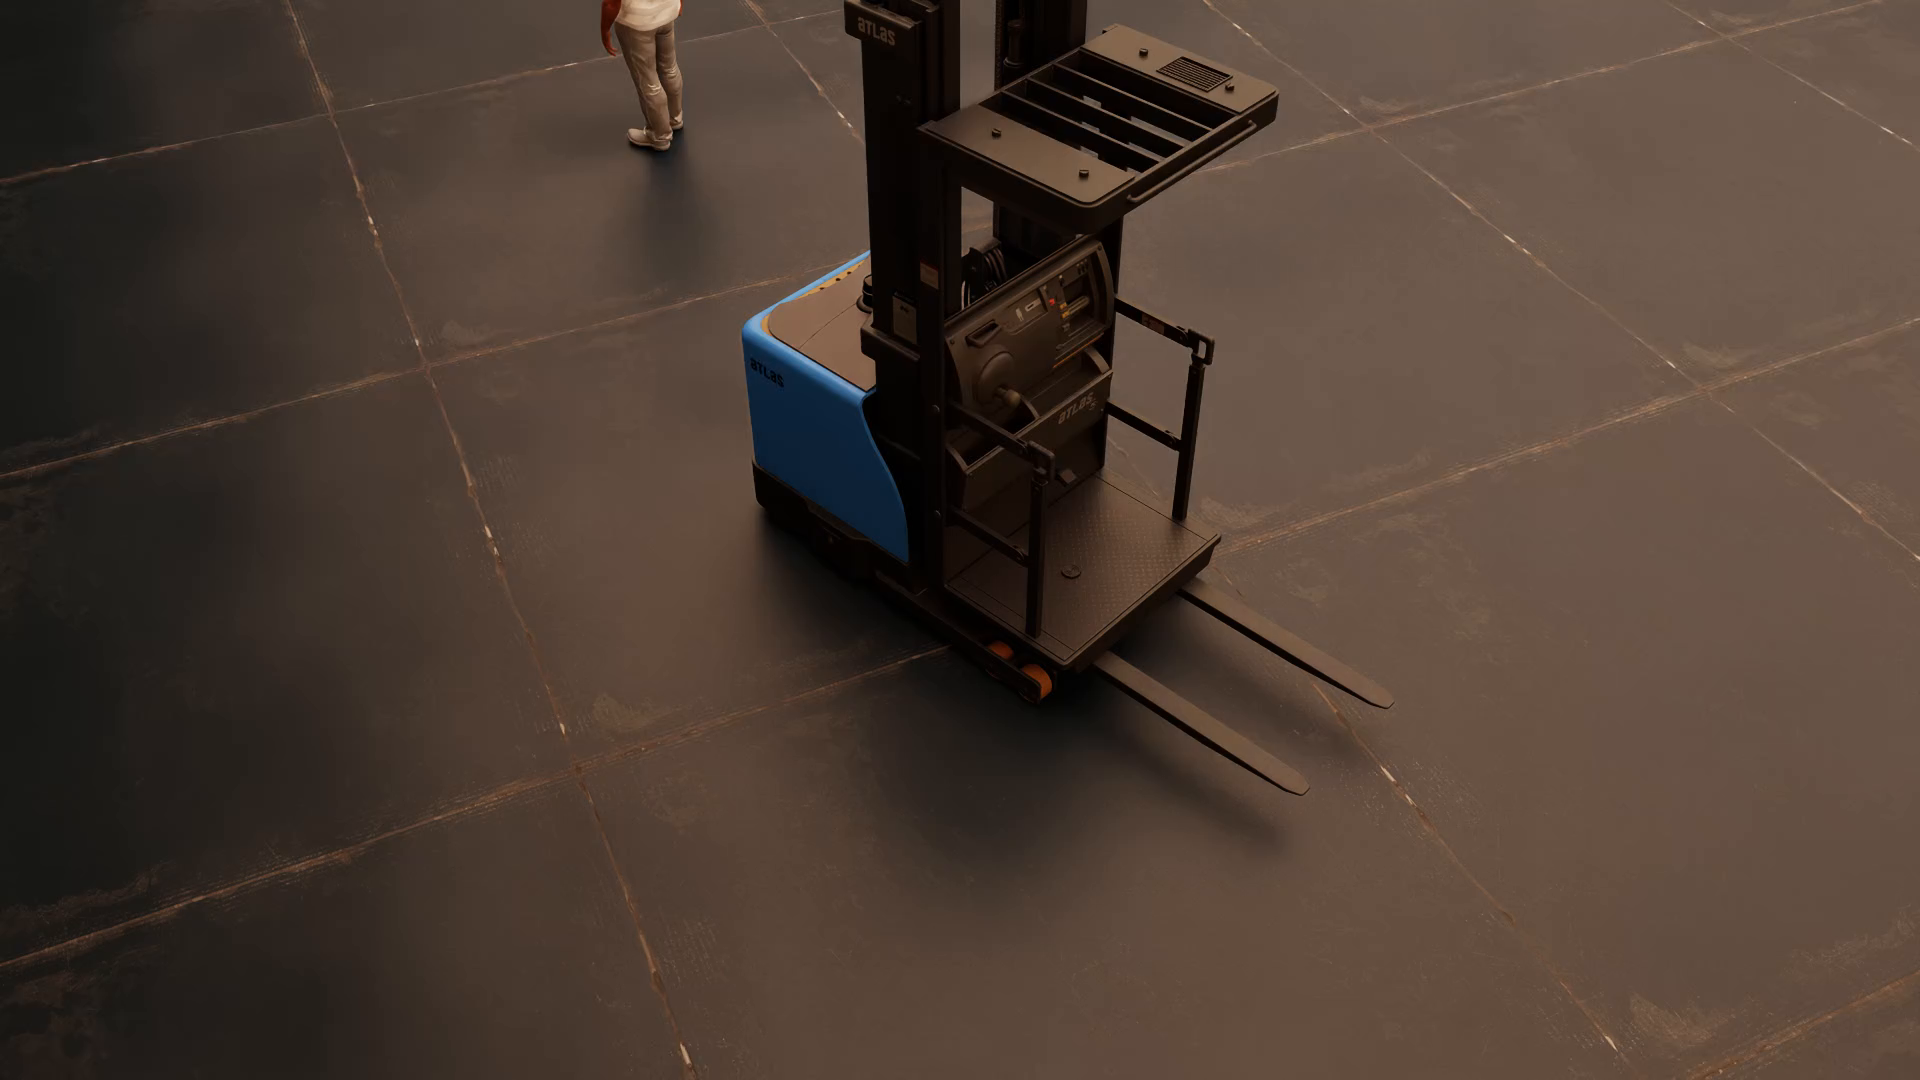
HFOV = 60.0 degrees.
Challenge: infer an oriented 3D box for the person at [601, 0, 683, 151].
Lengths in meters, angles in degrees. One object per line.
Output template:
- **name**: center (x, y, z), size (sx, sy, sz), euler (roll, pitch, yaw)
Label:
- **person**: center (-1.927, -3.160, 9.909), size (0.574, 1.769, 0.665), euler (27, 49, 26)

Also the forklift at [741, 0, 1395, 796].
- **forklift**: center (0.445, -0.788, 6.525), size (3.031, 2.935, 1.130), euler (32, 52, 30)
